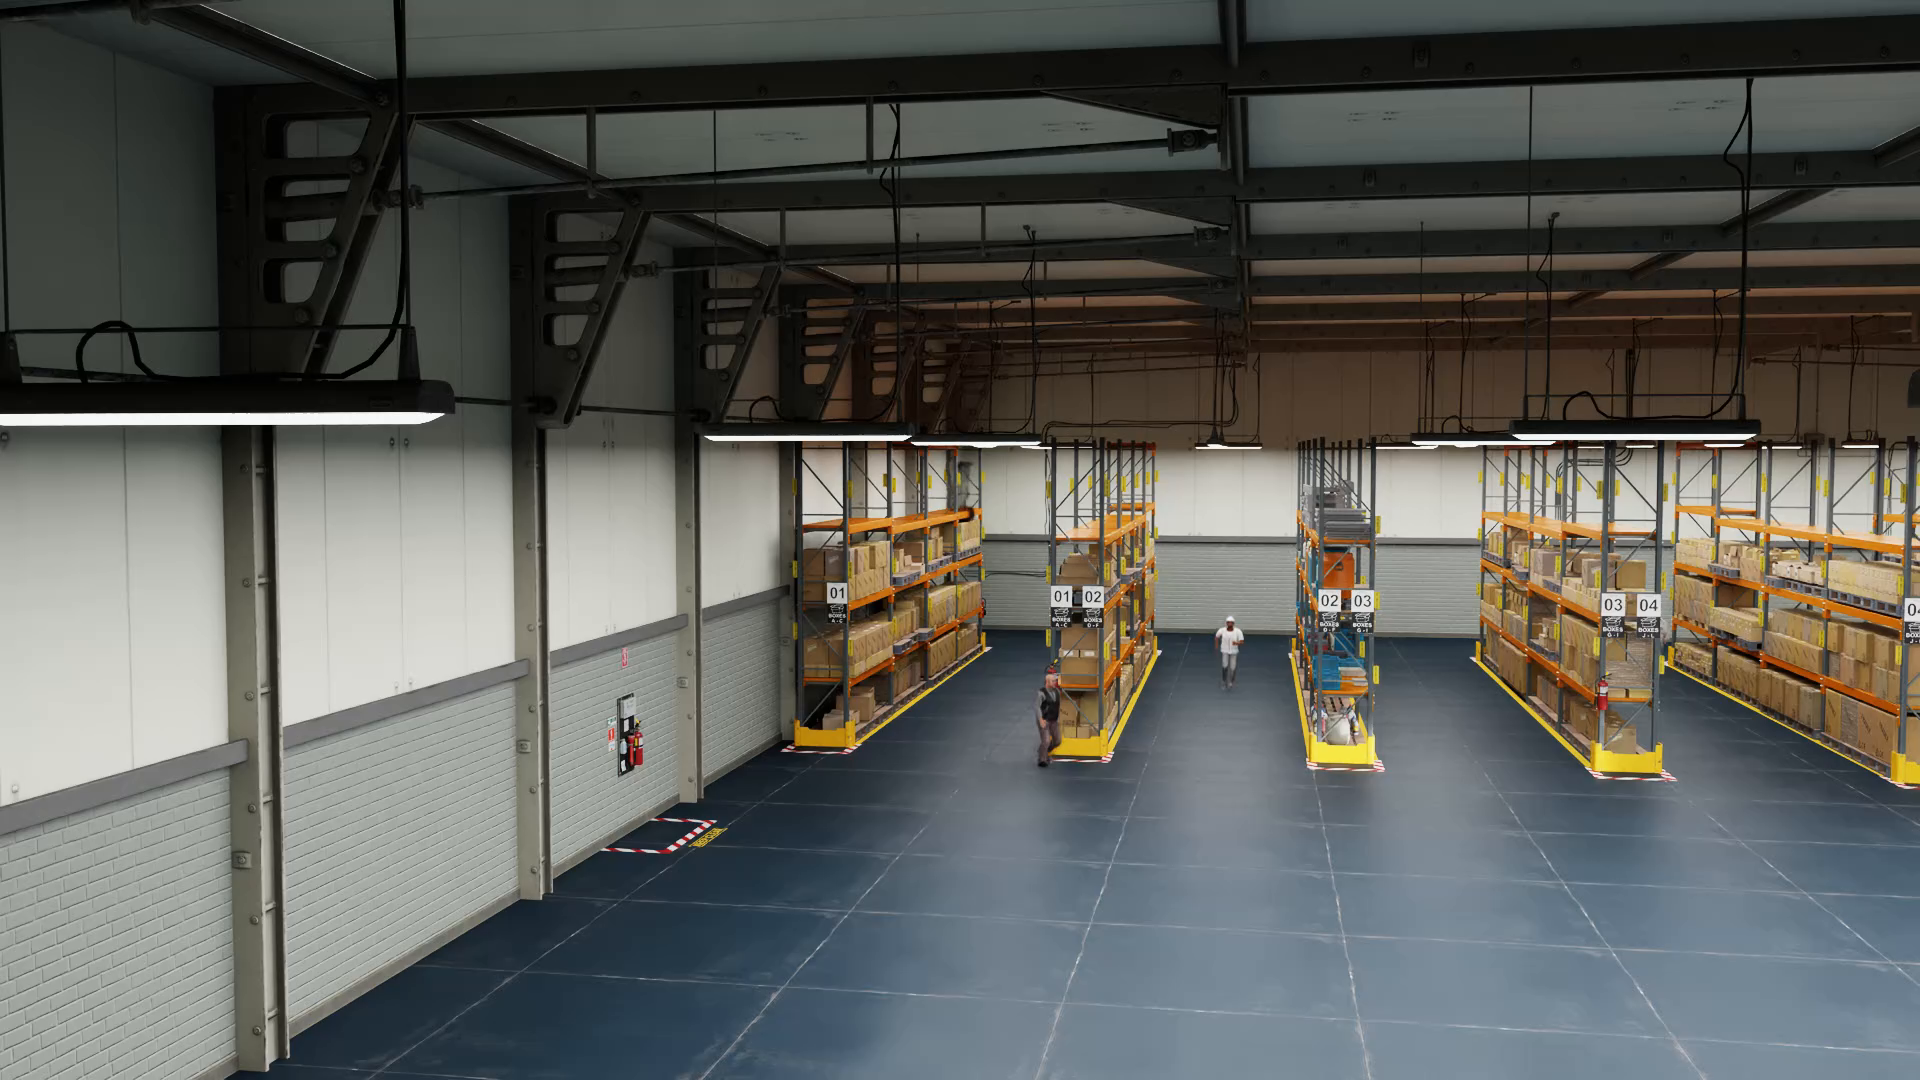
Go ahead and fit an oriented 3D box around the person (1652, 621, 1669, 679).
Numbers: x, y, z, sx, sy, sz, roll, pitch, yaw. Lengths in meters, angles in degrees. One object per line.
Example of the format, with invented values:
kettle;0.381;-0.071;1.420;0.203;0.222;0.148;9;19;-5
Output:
person;17.472;2.645;41.760;0.649;1.755;0.629;1;3;13

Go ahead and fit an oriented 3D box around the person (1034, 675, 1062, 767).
person;1.582;3.285;30.329;0.675;1.683;0.608;-2;4;-37

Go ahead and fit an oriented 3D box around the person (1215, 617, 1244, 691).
person;6.466;2.734;39.911;0.673;1.794;0.726;0;3;7
